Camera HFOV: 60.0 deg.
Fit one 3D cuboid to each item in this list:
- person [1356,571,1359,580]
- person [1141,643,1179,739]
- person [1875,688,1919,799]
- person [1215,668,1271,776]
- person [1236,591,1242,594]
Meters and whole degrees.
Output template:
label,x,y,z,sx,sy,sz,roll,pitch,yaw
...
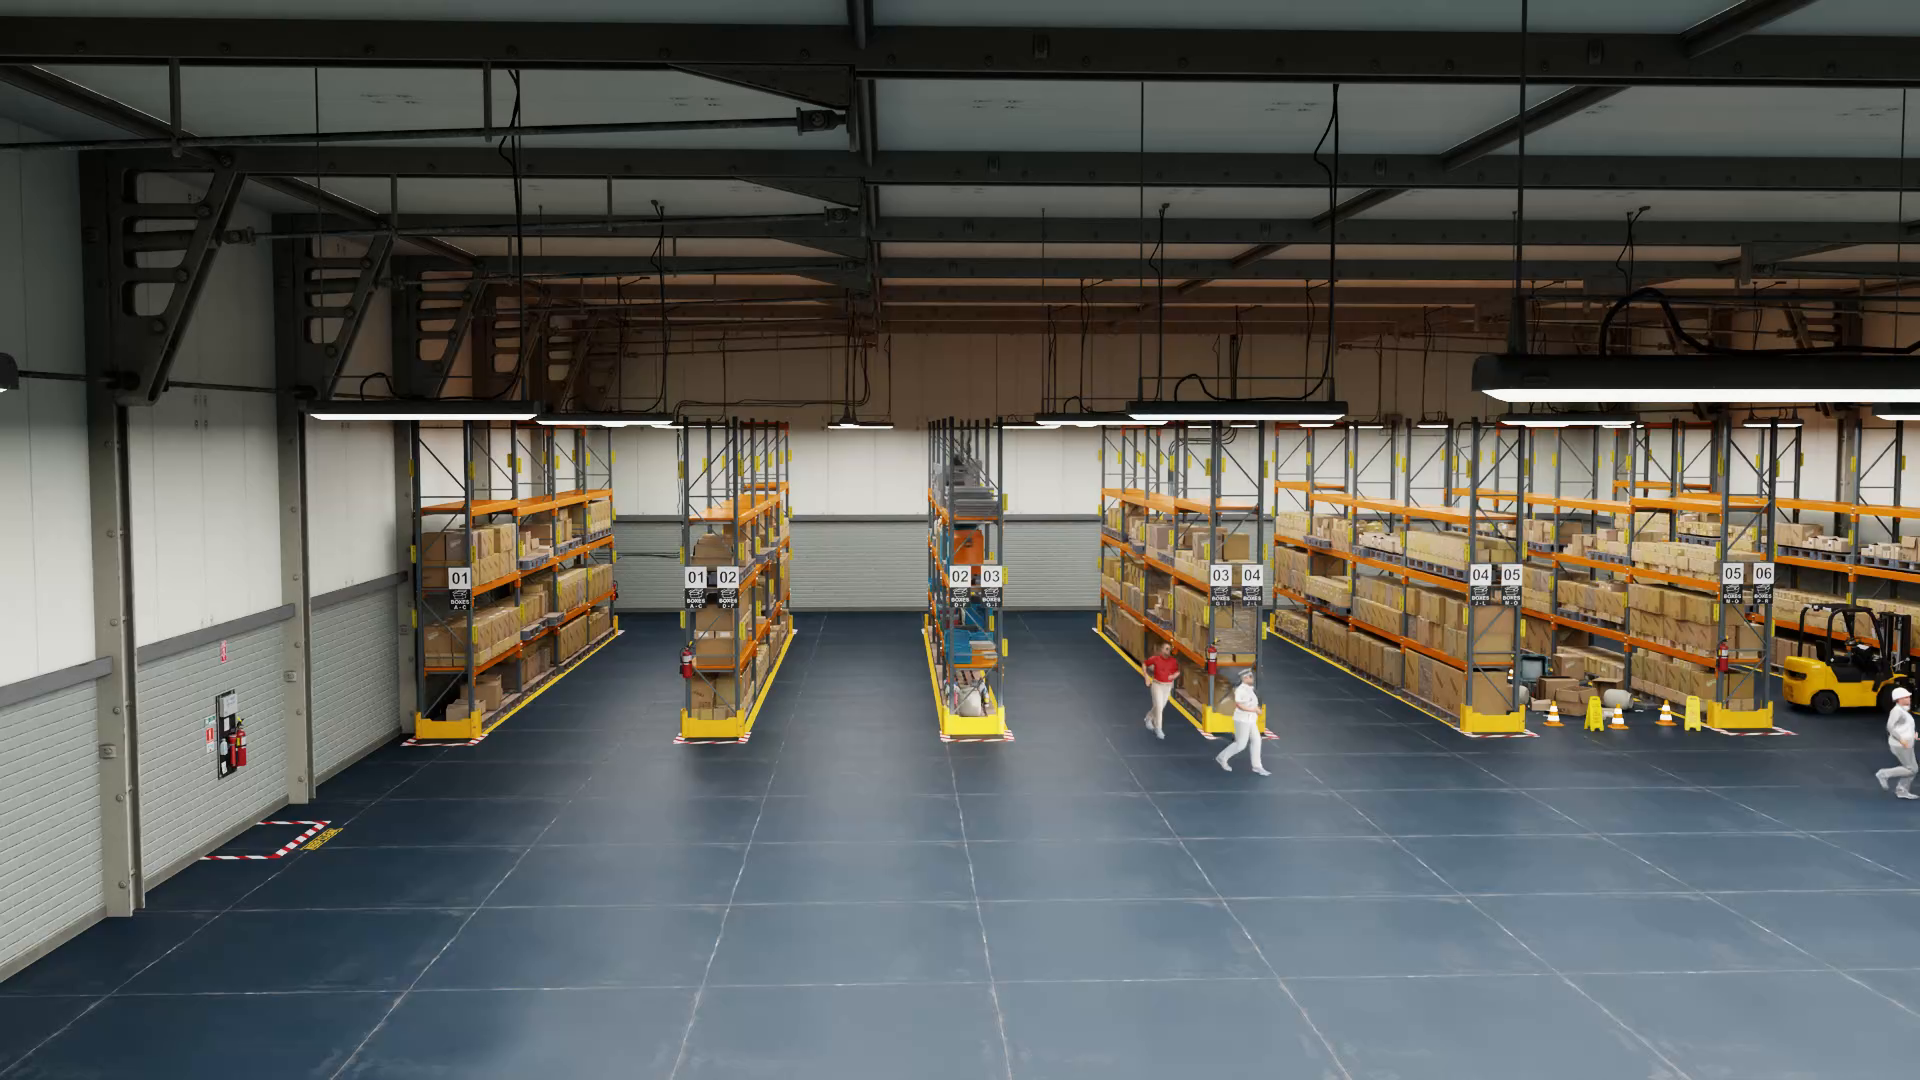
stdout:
label,x,y,z,sx,sy,sz,roll,pitch,yaw
person,11.585,1.706,49.104,0.551,1.612,0.548,-1,4,-8
person,3.827,2.822,31.484,0.696,1.737,0.956,-2,4,-23
person,14.647,3.167,25.935,0.597,1.728,0.671,3,5,36
person,4.734,3.027,27.769,0.915,1.792,0.658,2,4,26
person,7.755,1.884,46.335,0.619,1.635,0.548,0,4,-2
